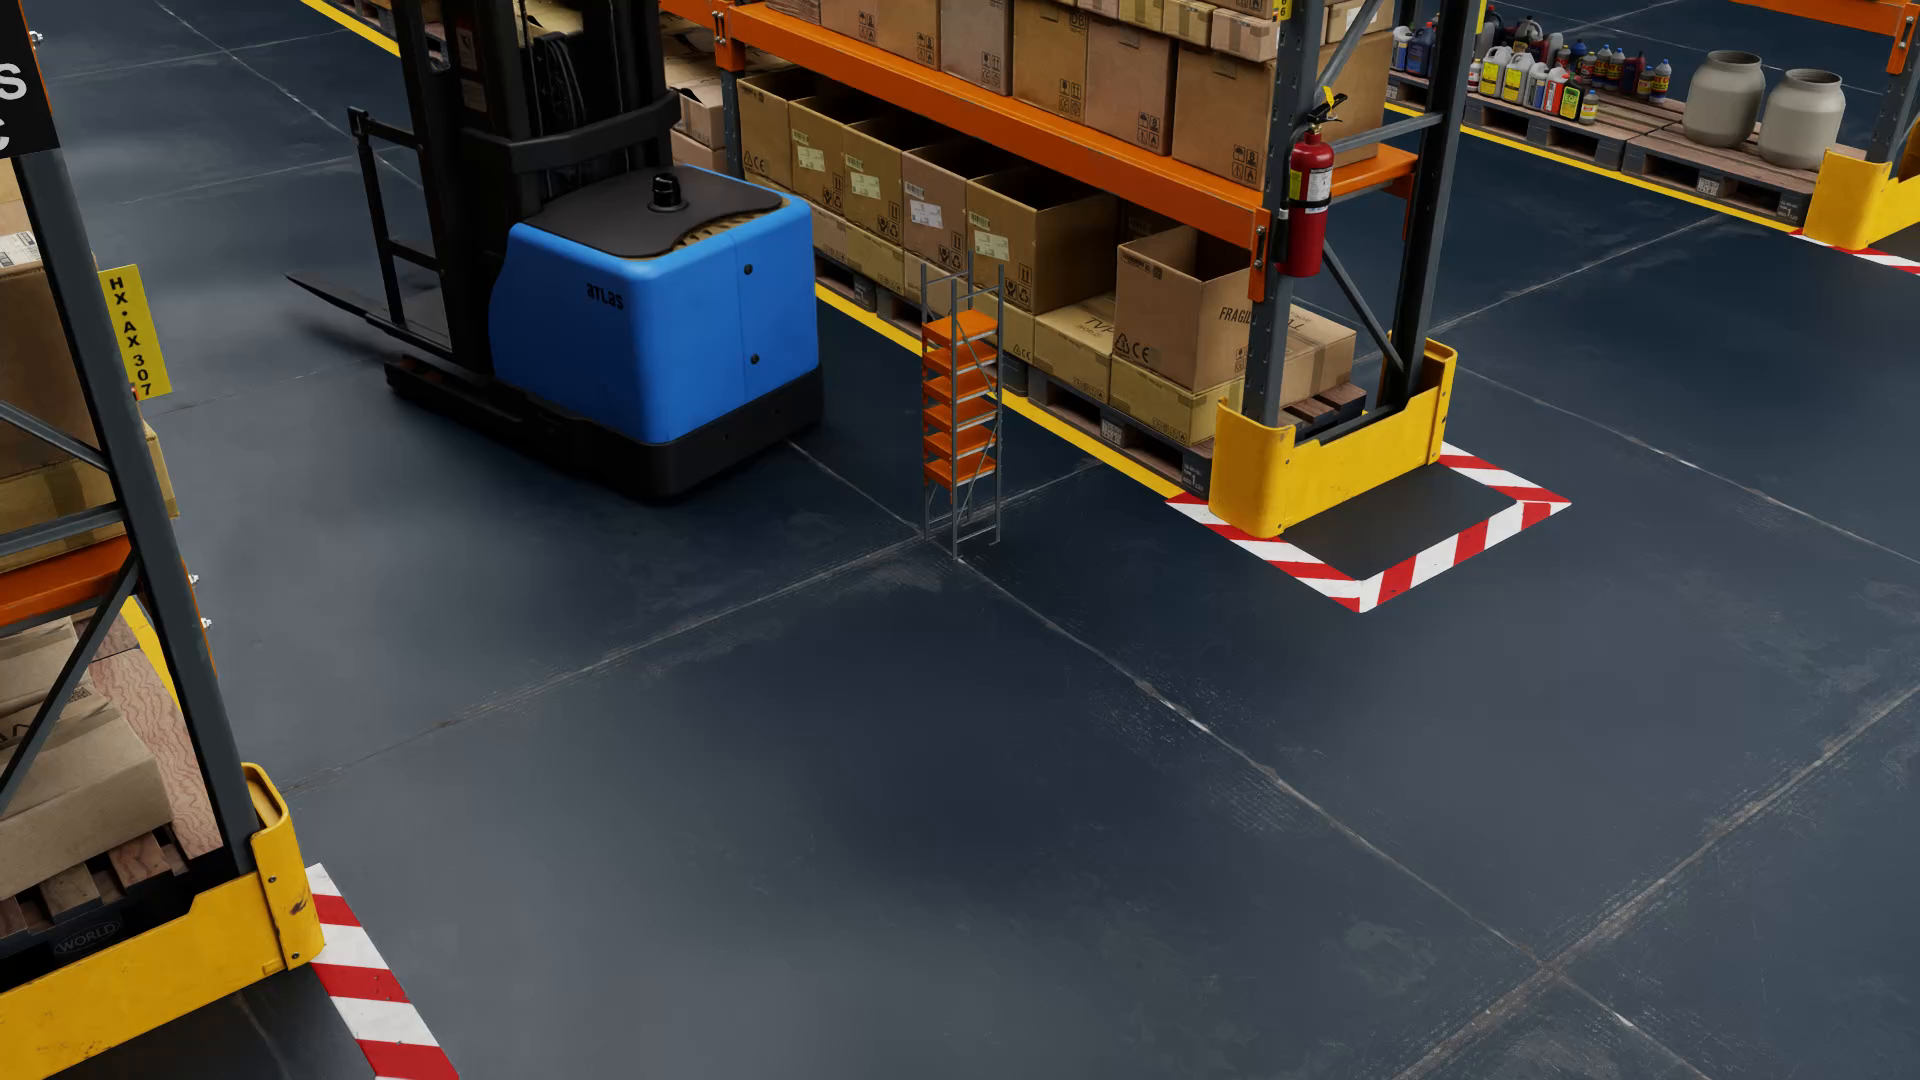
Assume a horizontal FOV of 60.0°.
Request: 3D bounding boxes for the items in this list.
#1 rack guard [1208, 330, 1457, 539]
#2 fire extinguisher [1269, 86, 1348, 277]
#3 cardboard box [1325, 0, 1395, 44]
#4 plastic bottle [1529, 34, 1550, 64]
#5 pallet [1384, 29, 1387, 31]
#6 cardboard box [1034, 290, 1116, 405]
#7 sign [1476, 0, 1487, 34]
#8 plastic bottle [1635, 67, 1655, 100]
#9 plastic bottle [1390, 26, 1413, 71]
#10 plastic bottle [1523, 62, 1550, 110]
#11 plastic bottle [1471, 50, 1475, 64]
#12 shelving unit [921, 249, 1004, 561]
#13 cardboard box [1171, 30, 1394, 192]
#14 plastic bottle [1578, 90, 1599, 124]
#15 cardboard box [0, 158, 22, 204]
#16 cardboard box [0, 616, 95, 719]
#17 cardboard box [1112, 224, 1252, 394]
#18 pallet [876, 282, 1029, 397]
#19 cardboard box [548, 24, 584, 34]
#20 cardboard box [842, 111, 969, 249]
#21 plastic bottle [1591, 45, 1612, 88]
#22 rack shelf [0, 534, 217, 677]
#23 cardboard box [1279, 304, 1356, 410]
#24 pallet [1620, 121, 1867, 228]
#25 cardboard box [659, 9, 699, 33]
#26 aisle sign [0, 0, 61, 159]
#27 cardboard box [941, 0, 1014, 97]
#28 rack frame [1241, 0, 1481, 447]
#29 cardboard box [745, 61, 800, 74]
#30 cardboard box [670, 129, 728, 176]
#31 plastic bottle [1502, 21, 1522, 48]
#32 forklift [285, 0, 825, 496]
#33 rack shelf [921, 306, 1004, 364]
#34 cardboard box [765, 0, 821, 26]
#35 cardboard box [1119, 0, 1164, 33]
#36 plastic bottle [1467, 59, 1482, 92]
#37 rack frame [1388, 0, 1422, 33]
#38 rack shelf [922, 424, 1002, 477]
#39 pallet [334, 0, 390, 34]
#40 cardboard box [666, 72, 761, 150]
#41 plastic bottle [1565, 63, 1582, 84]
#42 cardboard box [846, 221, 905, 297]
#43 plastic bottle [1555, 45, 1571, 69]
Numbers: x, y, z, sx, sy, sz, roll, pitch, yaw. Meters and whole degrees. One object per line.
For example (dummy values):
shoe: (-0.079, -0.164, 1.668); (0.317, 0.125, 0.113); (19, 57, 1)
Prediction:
rack guard: (1.579, -0.465, 7.024); (1.175, 0.500, 0.348); (-22, 38, -31)
fire extinguisher: (1.270, -1.304, 6.080); (0.296, 0.674, 0.183); (-22, 38, -31)
cardboard box: (1.494, -2.088, 6.559); (0.380, 0.149, 0.250); (-23, 38, -32)
plastic bottle: (3.978, -3.344, 11.449); (0.061, 0.283, 0.133); (-22, 38, -31)
pallet: (2.514, -3.935, 12.885); (1.003, 0.211, 1.213); (-22, 38, -31)
cardboard box: (0.686, -0.879, 7.531); (0.500, 0.250, 0.500); (-22, 38, -31)
sign: (2.006, -2.115, 6.417); (0.100, 0.325, 0.005); (-22, 38, -31)
plastic bottle: (4.550, -3.035, 11.029); (0.097, 0.201, 0.097); (0, 32, 0)
plastic bottle: (3.096, -3.434, 11.600); (0.152, 0.276, 0.135); (-21, 37, -30)
plastic bottle: (3.789, -2.963, 10.842); (0.152, 0.276, 0.135); (-23, 39, -33)
plastic bottle: (3.429, -3.234, 11.283); (0.097, 0.271, 0.097); (0, 32, 0)
shelving unit: (0.009, -0.504, 6.424); (0.258, 1.200, 0.189); (-22, 38, -31)
cardboard box: (1.288, -1.778, 6.674); (0.700, 0.500, 0.500); (-22, 38, -31)
plastic bottle: (4.007, -2.759, 10.585); (0.097, 0.201, 0.097); (0, 32, 0)
cardboard box: (-2.697, -0.701, 4.448); (0.500, 0.500, 0.500); (-22, 38, -31)
cardboard box: (-3.049, 0.468, 5.285); (0.500, 0.311, 0.500); (-19, 37, -28)
cardboard box: (1.000, -0.993, 7.002); (0.500, 0.500, 0.500); (-22, 38, -31)
pallet: (0.318, -1.165, 8.426); (1.003, 0.211, 1.213); (-22, 38, -31)
cardboard box: (-2.297, -3.162, 10.675); (0.500, 0.311, 0.500); (-23, 38, -32)
cardboard box: (-0.238, -1.821, 8.336); (0.500, 0.500, 0.500); (-22, 38, -31)
plastic bottle: (4.342, -3.206, 11.238); (0.097, 0.271, 0.097); (0, 32, 0)
rack shelf: (-3.573, -0.460, 5.330); (1.077, 0.370, 4.000); (-22, 38, -31)
cardboard box: (1.411, -0.842, 7.471); (0.500, 0.250, 0.500); (-22, 38, -31)
pallet: (4.902, -2.310, 10.269); (1.003, 0.211, 1.213); (-22, 38, -31)
cardboard box: (-1.889, -3.345, 10.970); (0.500, 0.311, 0.500); (-21, 38, -30)
aisle sign: (-2.065, -1.104, 3.220); (0.394, 0.787, 0.004); (-22, 38, -31)
cardboard box: (0.337, -2.422, 7.712); (0.700, 0.500, 0.500); (-21, 38, -30)
rack frame: (1.564, -1.536, 6.381); (1.000, 3.000, 0.127); (-22, 38, -31)
cardboard box: (-0.945, -2.705, 9.939); (0.500, 0.311, 0.500); (-22, 38, -31)
cardboard box: (-1.372, -2.293, 9.807); (0.500, 0.250, 0.500); (-23, 38, -32)
plastic bottle: (3.900, -3.528, 11.745); (0.061, 0.283, 0.133); (-20, 37, -28)
forklift: (-2.078, -2.060, 7.288); (3.031, 2.935, 1.130); (23, 39, 32)
rack shelf: (0.009, -0.772, 6.257); (0.258, 0.103, 0.180); (-22, 38, -31)
cardboard box: (-0.611, -3.063, 8.744); (0.700, 0.500, 0.500); (-23, 39, -33)
cardboard box: (0.861, -2.167, 6.687); (0.380, 0.149, 0.250); (-23, 38, -32)
plastic bottle: (3.465, -3.128, 11.178); (0.097, 0.201, 0.097); (0, 32, 0)
rack frame: (3.027, -4.805, 11.643); (1.000, 3.000, 0.127); (-22, 38, -31)
rack shelf: (0.009, -0.364, 6.510); (0.258, 0.103, 0.180); (-22, 38, -31)
pallet: (-4.513, -4.517, 13.823); (1.003, 0.211, 1.213); (-22, 38, -31)
cardboard box: (-1.363, -2.528, 9.654); (0.500, 0.311, 0.500); (-22, 38, -31)
plastic bottle: (3.958, -2.943, 10.802); (0.061, 0.283, 0.133); (-22, 38, -31)
cardboard box: (-0.239, -1.502, 8.534); (0.500, 0.250, 0.500); (-22, 38, -31)
plastic bottle: (4.155, -3.304, 11.461); (0.097, 0.201, 0.097); (0, 32, 0)
